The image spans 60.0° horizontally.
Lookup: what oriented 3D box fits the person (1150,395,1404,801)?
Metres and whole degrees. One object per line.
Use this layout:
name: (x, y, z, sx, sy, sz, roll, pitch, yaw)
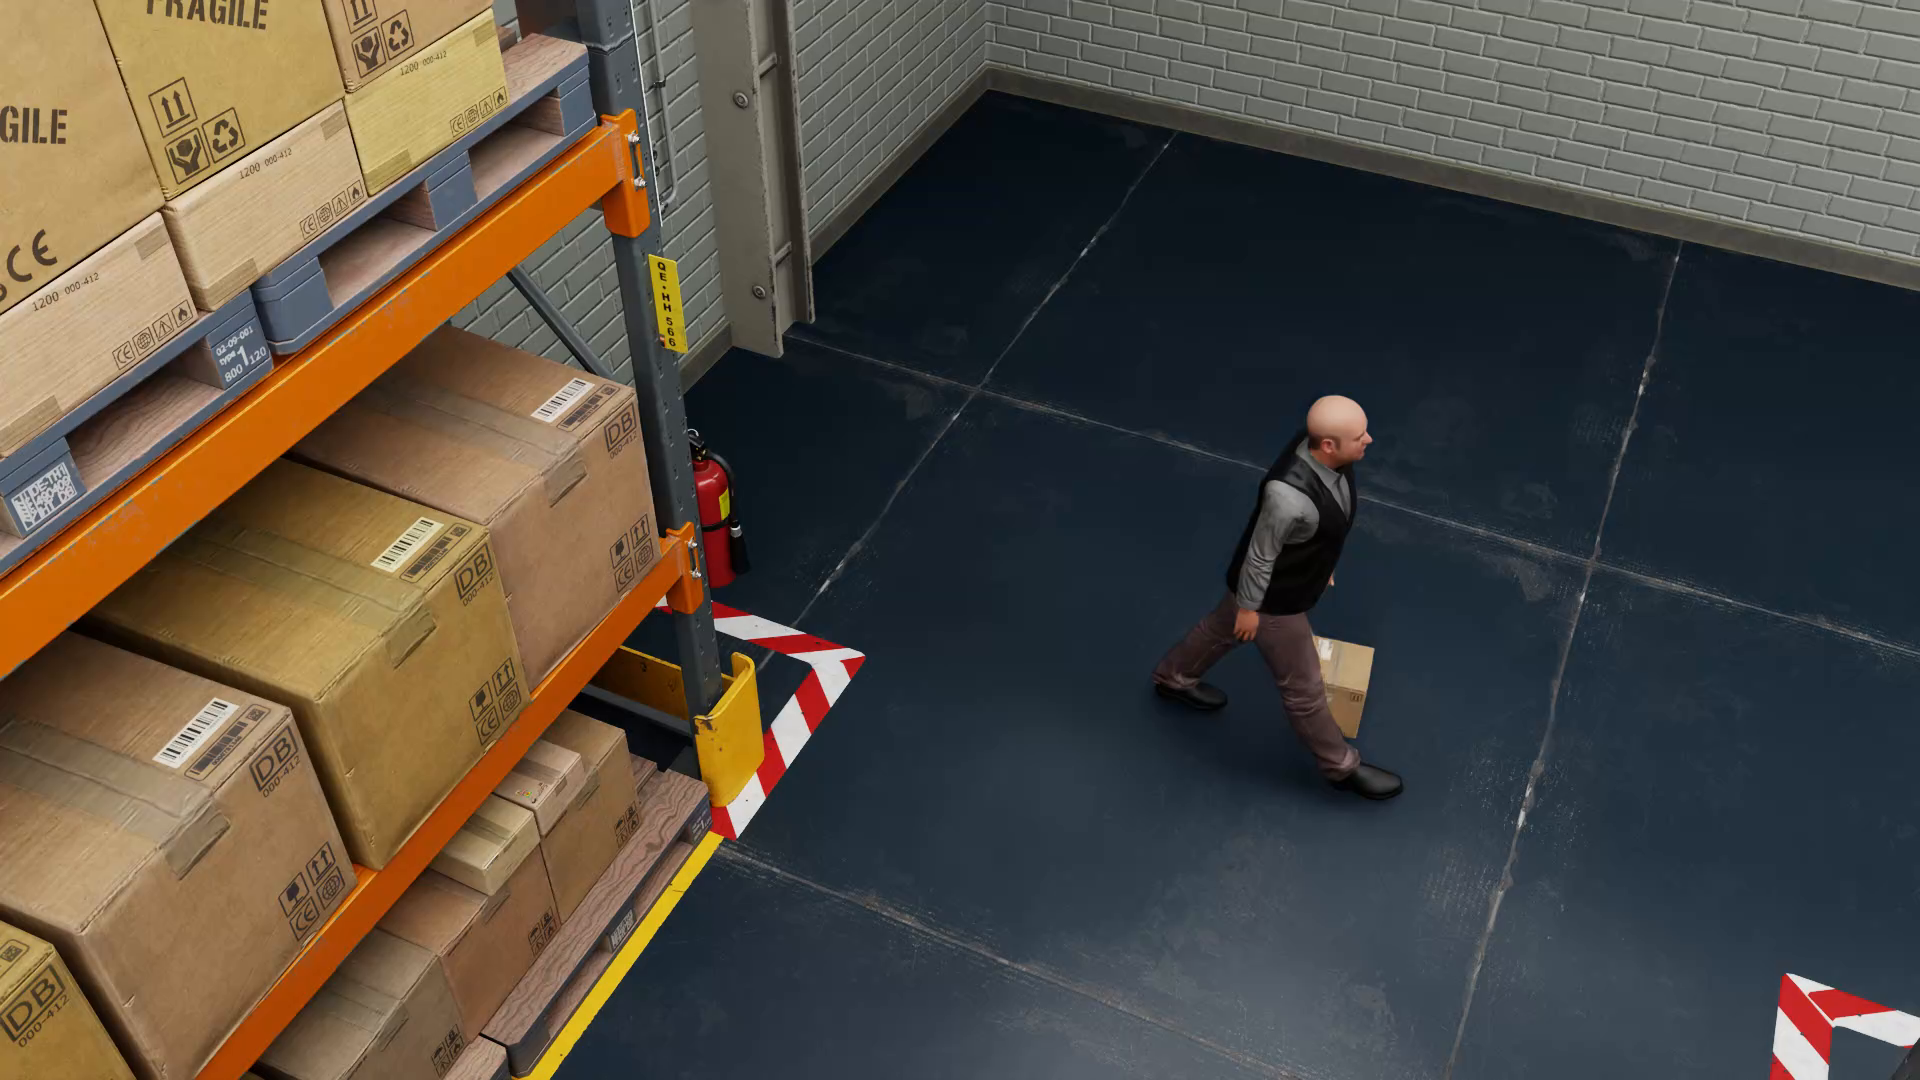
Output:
person: (1.243, 0.150, 6.016, 1.067, 1.652, 0.547, 17, 44, 18)
